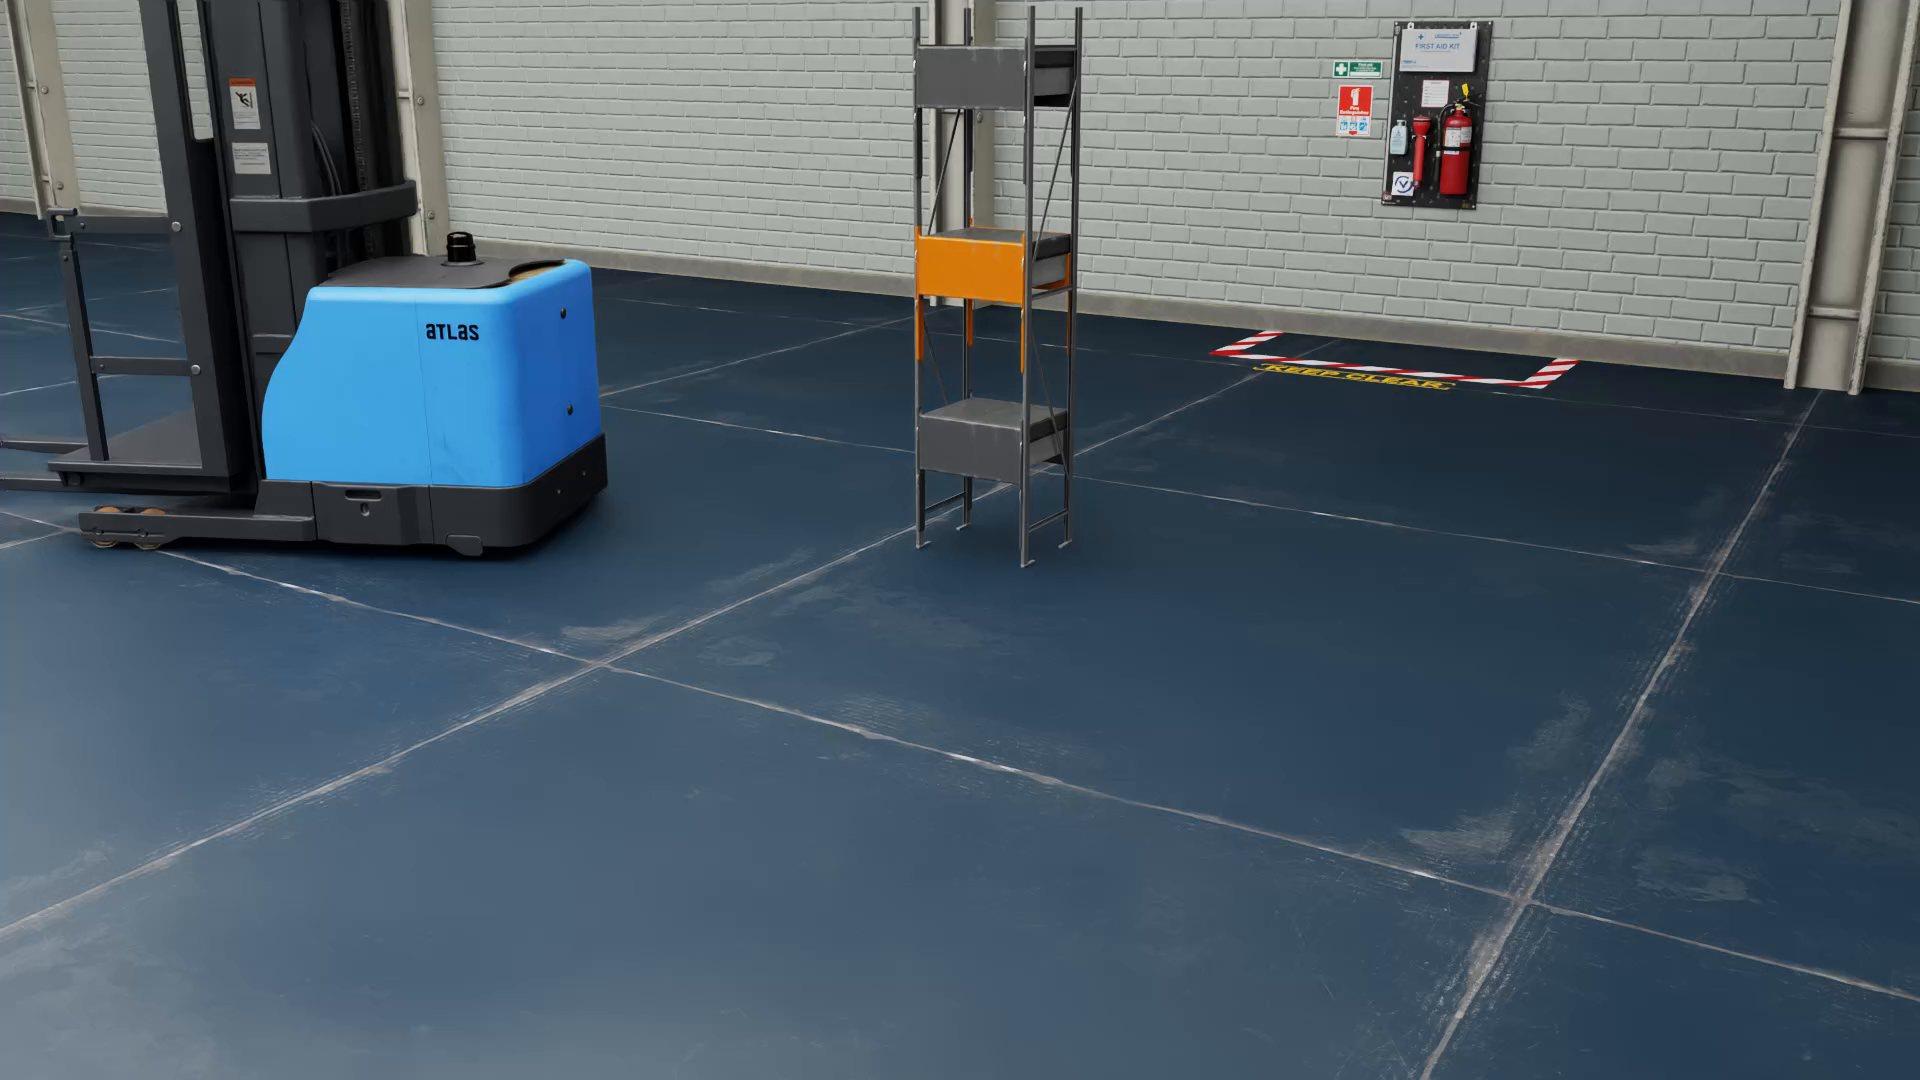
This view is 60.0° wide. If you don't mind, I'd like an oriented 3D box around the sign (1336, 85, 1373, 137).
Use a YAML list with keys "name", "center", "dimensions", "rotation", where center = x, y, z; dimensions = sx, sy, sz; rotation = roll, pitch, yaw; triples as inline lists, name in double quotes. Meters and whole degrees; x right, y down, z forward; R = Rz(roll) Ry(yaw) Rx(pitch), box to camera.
- name: "sign"
  center: [2.624, -2.856, 11.062]
  dimensions: [0.234, 0.329, 0.001]
  rotation: [10, 20, 30]

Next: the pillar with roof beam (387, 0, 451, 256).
- name: "pillar with roof beam"
  center: [-7.351, -5.974, 11.065]
  dimensions: [0.400, 9.000, 9.100]
  rotation: [10, 20, 30]

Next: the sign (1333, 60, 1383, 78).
- name: "sign"
  center: [2.623, -3.107, 10.975]
  dimensions: [0.331, 0.109, 0.001]
  rotation: [10, 20, 30]

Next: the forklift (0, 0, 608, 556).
- name: "forklift"
  center: [-3.134, -1.510, 6.810]
  dimensions: [3.031, 2.935, 1.130]
  rotation: [2, 17, 7]

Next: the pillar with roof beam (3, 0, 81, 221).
- name: "pillar with roof beam"
  center: [-12.464, -6.886, 14.069]
  dimensions: [0.400, 9.000, 9.100]
  rotation: [10, 20, 30]

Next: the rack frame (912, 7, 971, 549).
- name: "rack frame"
  center: [-0.067, -1.017, 6.615]
  dimensions: [0.015, 2.100, 0.400]
  rotation: [10, 20, 30]

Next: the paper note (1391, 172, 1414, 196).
- name: "paper note"
  center: [2.926, -2.352, 10.979]
  dimensions: [0.142, 0.148, 0.016]
  rotation: [10, 20, 30]

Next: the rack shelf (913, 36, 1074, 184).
- name: "rack shelf"
  center: [0.141, -1.636, 6.294]
  dimensions: [0.480, 0.518, 0.431]
  rotation: [10, 20, 30]

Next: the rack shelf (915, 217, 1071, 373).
- name: "rack shelf"
  center: [0.141, -0.966, 6.497]
  dimensions: [0.480, 0.518, 0.431]
  rotation: [10, 20, 30]

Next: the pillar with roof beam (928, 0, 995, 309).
- name: "pillar with roof beam"
  center: [-2.239, -5.061, 8.060]
  dimensions: [0.400, 9.000, 9.100]
  rotation: [10, 20, 30]

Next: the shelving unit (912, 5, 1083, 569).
- name: "shelving unit"
  center: [0.141, -0.979, 6.493]
  dimensions: [0.503, 2.100, 0.431]
  rotation: [10, 20, 30]

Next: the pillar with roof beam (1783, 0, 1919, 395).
- name: "pillar with roof beam"
  center: [2.874, -4.148, 5.056]
  dimensions: [0.400, 9.000, 9.100]
  rotation: [10, 20, 30]

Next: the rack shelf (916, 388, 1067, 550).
- name: "rack shelf"
  center: [0.141, -0.297, 6.701]
  dimensions: [0.480, 0.518, 0.431]
  rotation: [10, 20, 30]

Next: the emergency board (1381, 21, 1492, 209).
- name: "emergency board"
  center: [3.041, -2.730, 10.706]
  dimensions: [0.643, 1.169, 0.194]
  rotation: [10, 20, 30]

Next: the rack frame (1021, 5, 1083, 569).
- name: "rack frame"
  center: [0.349, -0.942, 6.371]
  dimensions: [0.015, 2.100, 0.400]
  rotation: [10, 20, 30]
